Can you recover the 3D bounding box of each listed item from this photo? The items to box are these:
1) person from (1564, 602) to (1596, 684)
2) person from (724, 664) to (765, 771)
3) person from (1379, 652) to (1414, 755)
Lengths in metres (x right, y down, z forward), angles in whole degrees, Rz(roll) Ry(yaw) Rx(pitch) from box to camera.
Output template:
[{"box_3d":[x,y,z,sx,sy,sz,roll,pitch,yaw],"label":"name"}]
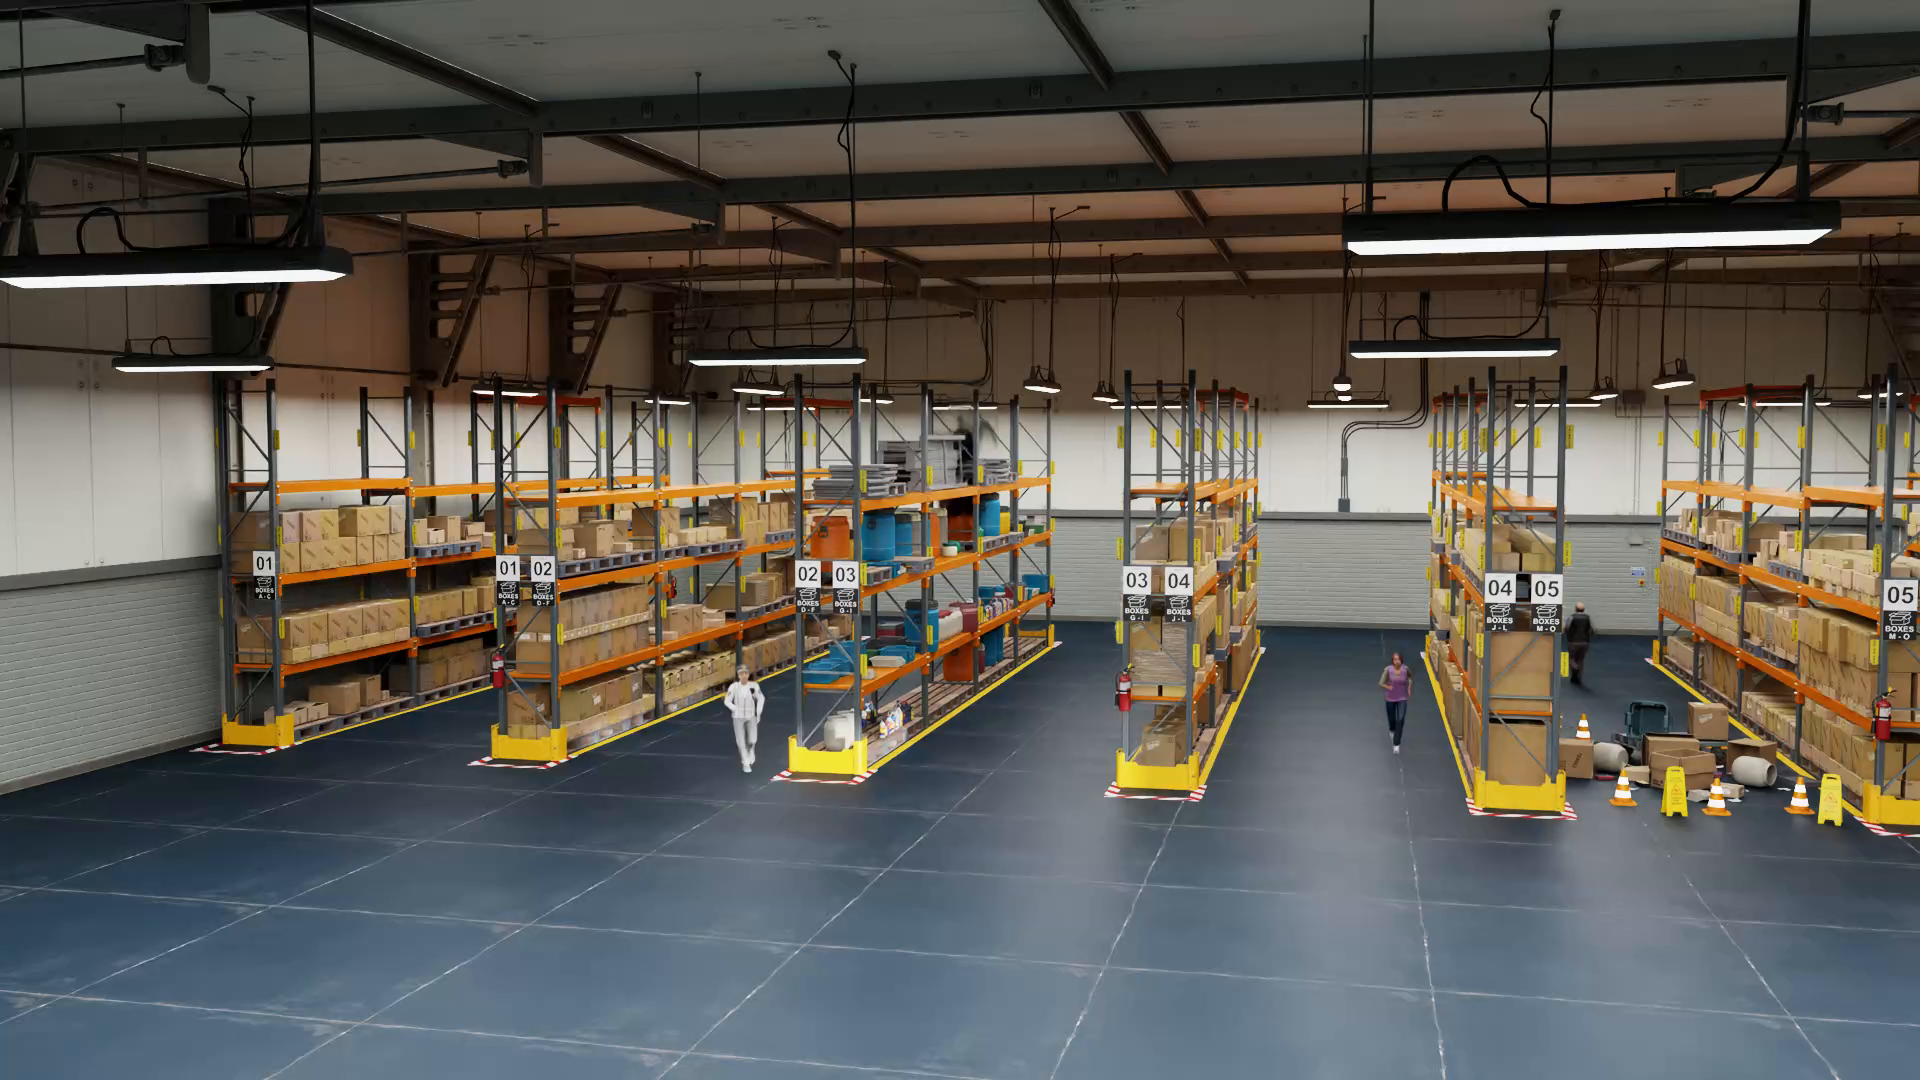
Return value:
[{"box_3d":[12.700,2.115,34.123,0.644,1.677,0.580,0,3,6],"label":"person"},{"box_3d":[-3.238,2.681,25.043,0.608,1.638,0.561,-1,3,-9],"label":"person"},{"box_3d":[7.053,2.613,26.886,0.553,1.626,0.860,1,4,12],"label":"person"}]
